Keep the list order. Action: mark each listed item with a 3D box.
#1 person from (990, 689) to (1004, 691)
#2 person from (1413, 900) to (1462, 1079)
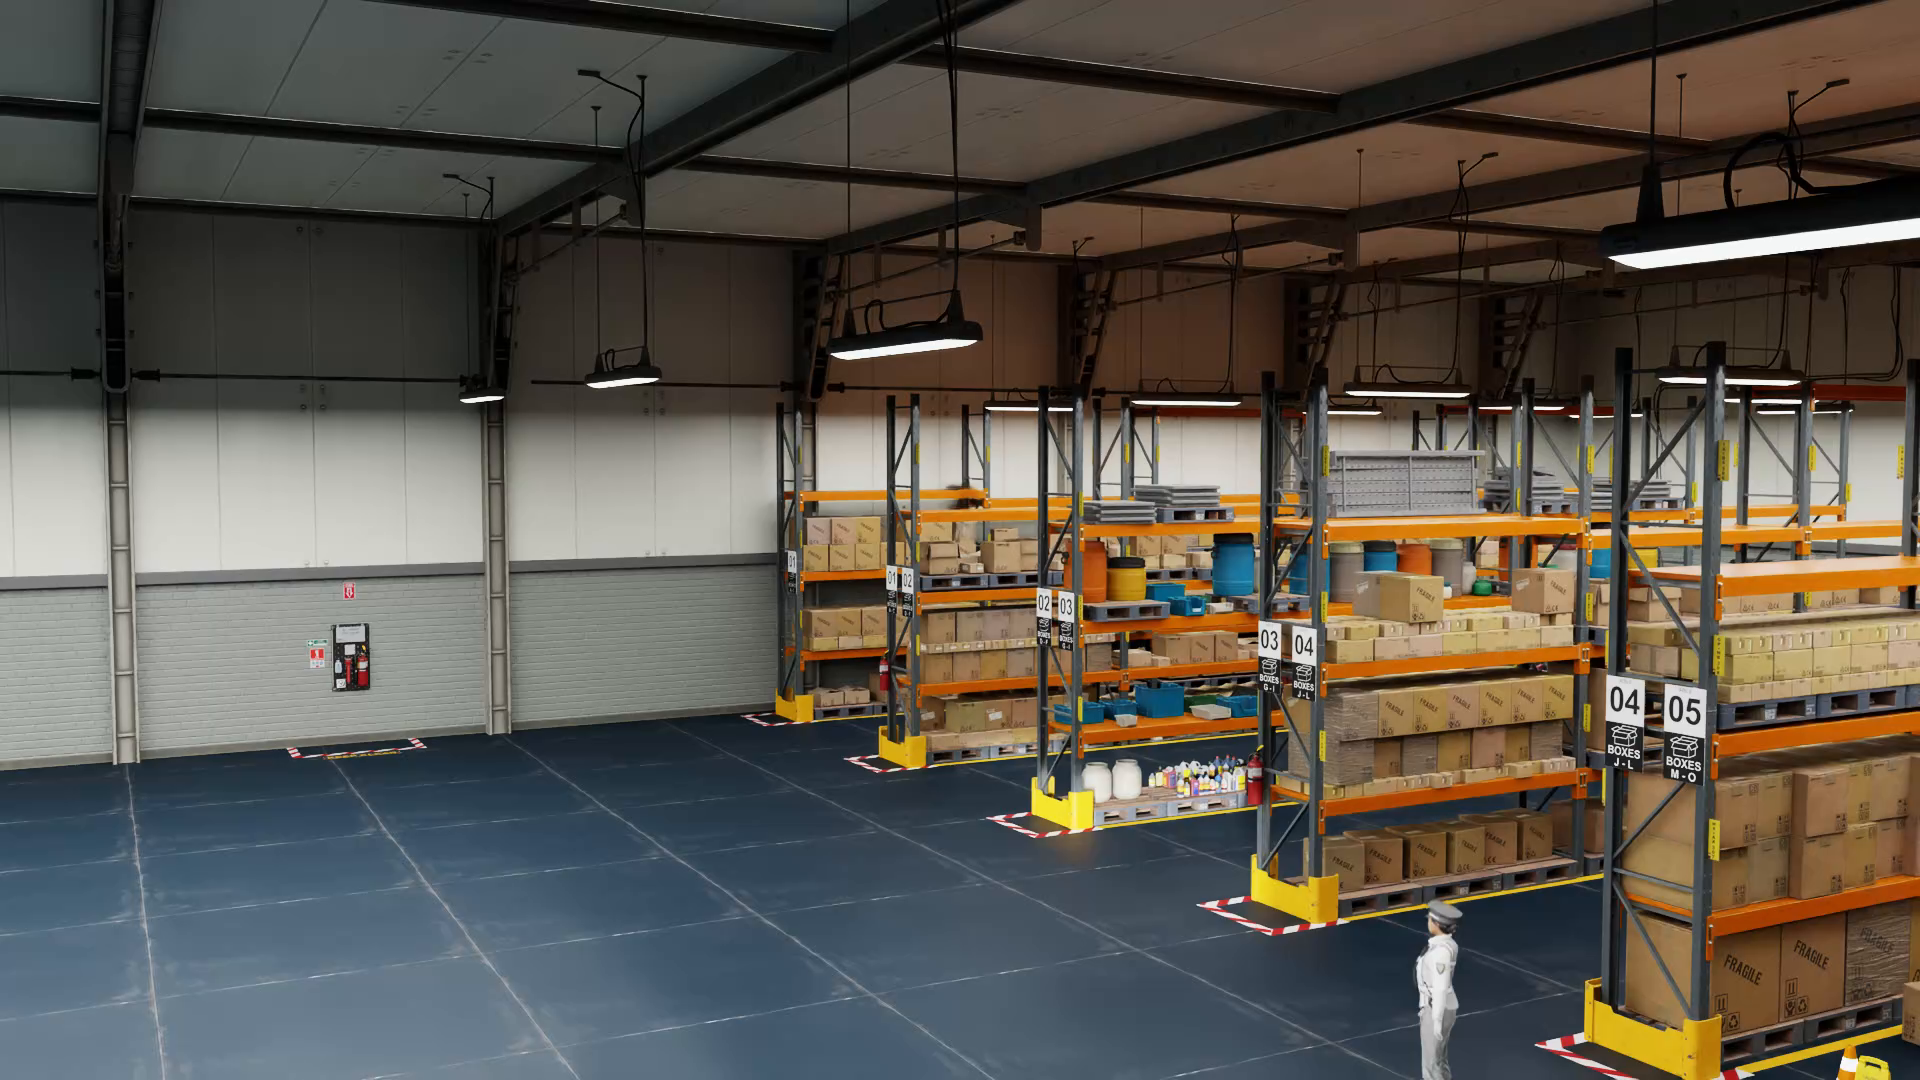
[{"bbox_3d":[0.677,2.534,31.714,0.581,1.706,0.472,1,3,17],"label":"person"},{"bbox_3d":[3.590,3.611,12.649,0.423,1.698,0.567,1,3,15],"label":"person"}]
